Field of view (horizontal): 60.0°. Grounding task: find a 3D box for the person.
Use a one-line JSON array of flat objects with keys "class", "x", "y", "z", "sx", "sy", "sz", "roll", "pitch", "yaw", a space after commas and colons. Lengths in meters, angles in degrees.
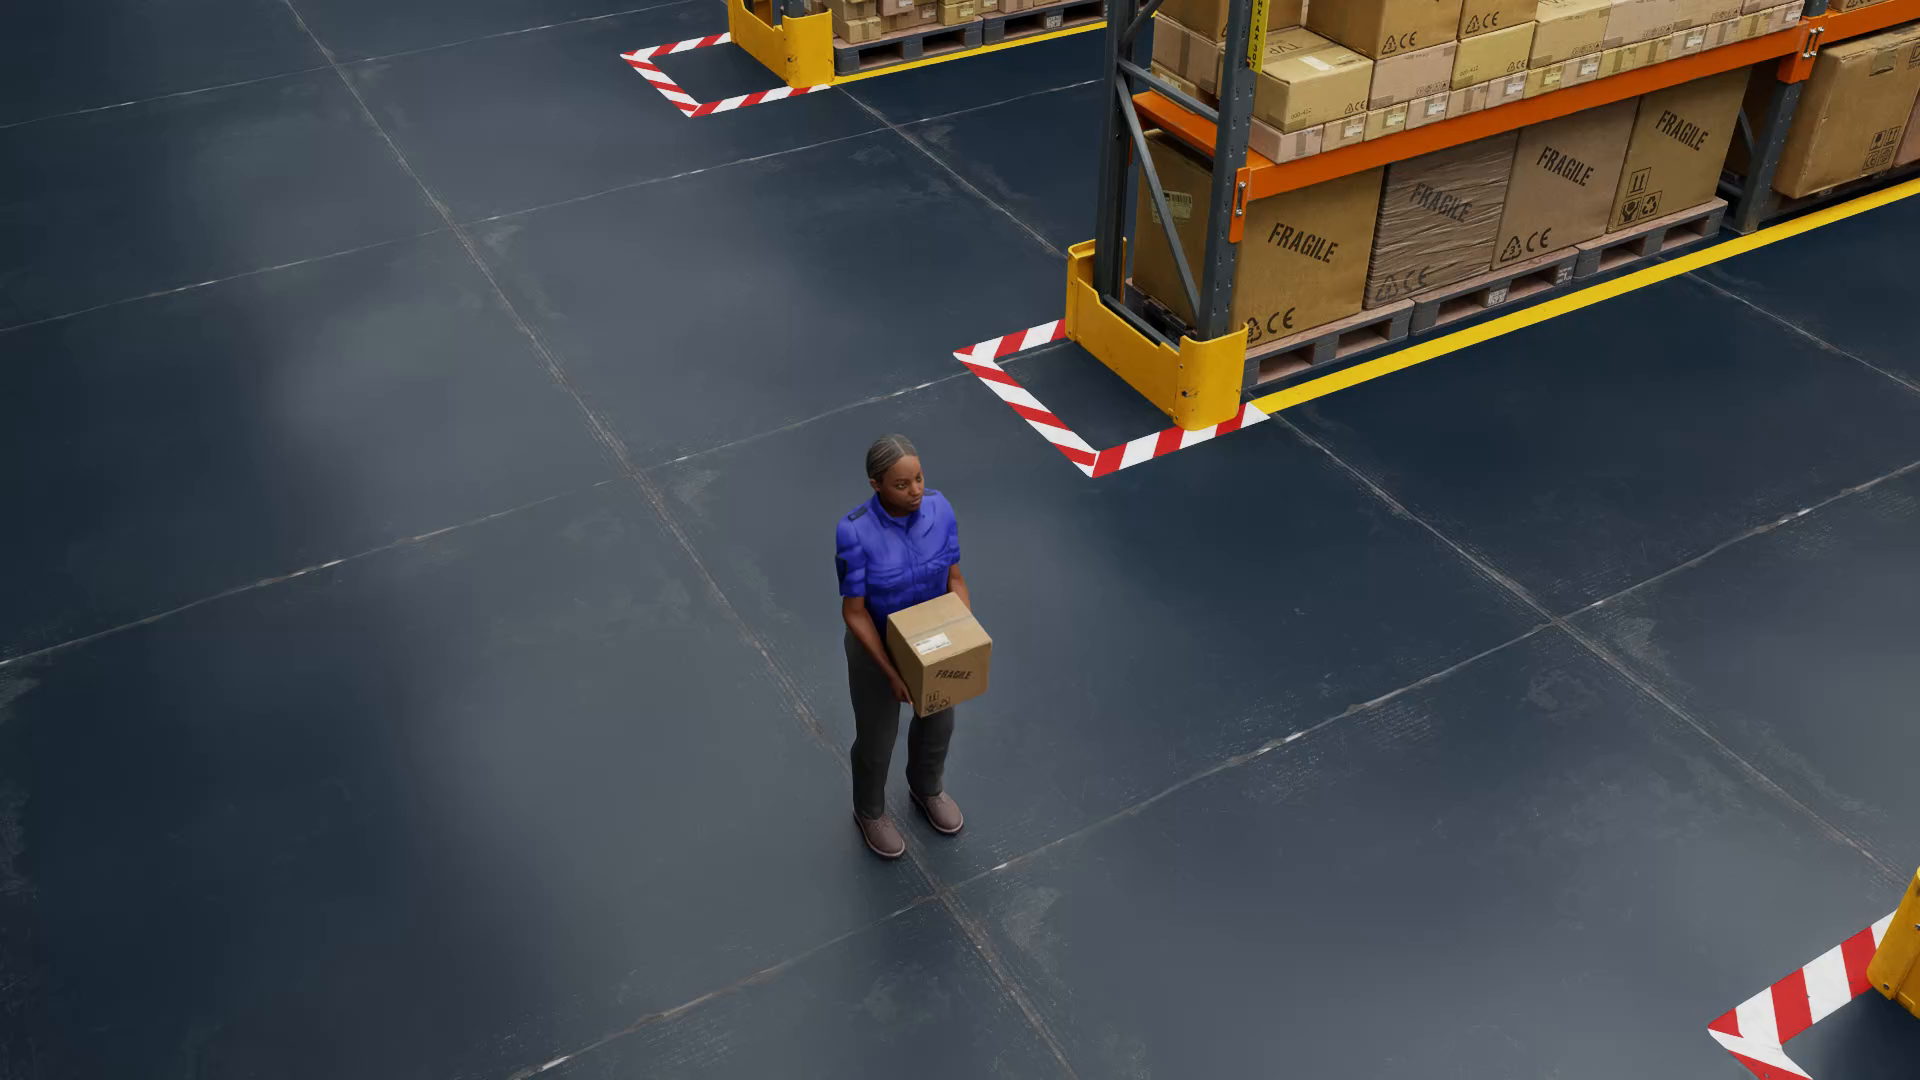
[{"class": "person", "x": -0.160, "y": 0.419, "z": 5.618, "sx": 0.450, "sy": 1.641, "sz": 0.503, "roll": -19, "pitch": 41, "yaw": -23}]
